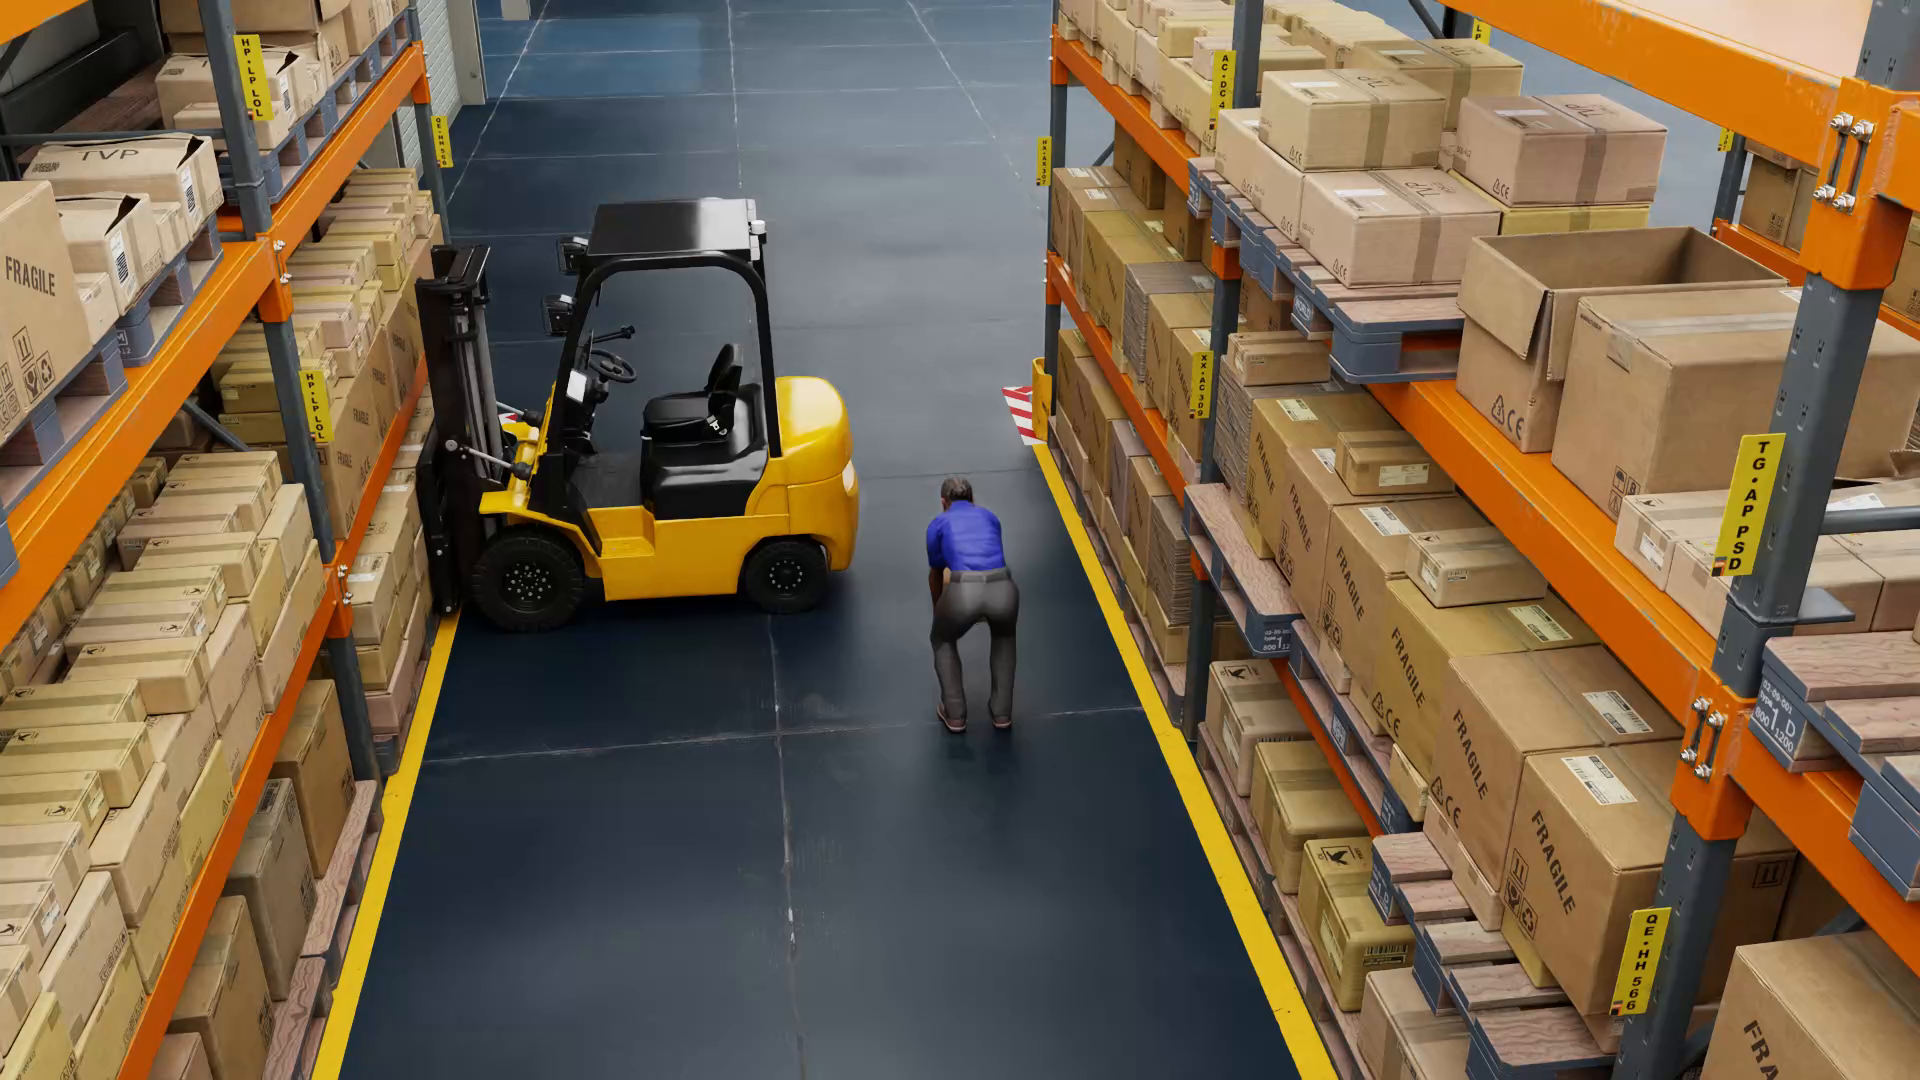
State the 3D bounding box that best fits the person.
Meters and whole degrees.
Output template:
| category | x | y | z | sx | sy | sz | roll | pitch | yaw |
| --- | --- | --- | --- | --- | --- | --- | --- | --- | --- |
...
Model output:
| category | x | y | z | sx | sy | sz | roll | pitch | yaw |
| --- | --- | --- | --- | --- | --- | --- | --- | --- | --- |
| person | 0.053 | 0.337 | 8.537 | 0.443 | 1.144 | 0.843 | -5 | 28 | -9 |
